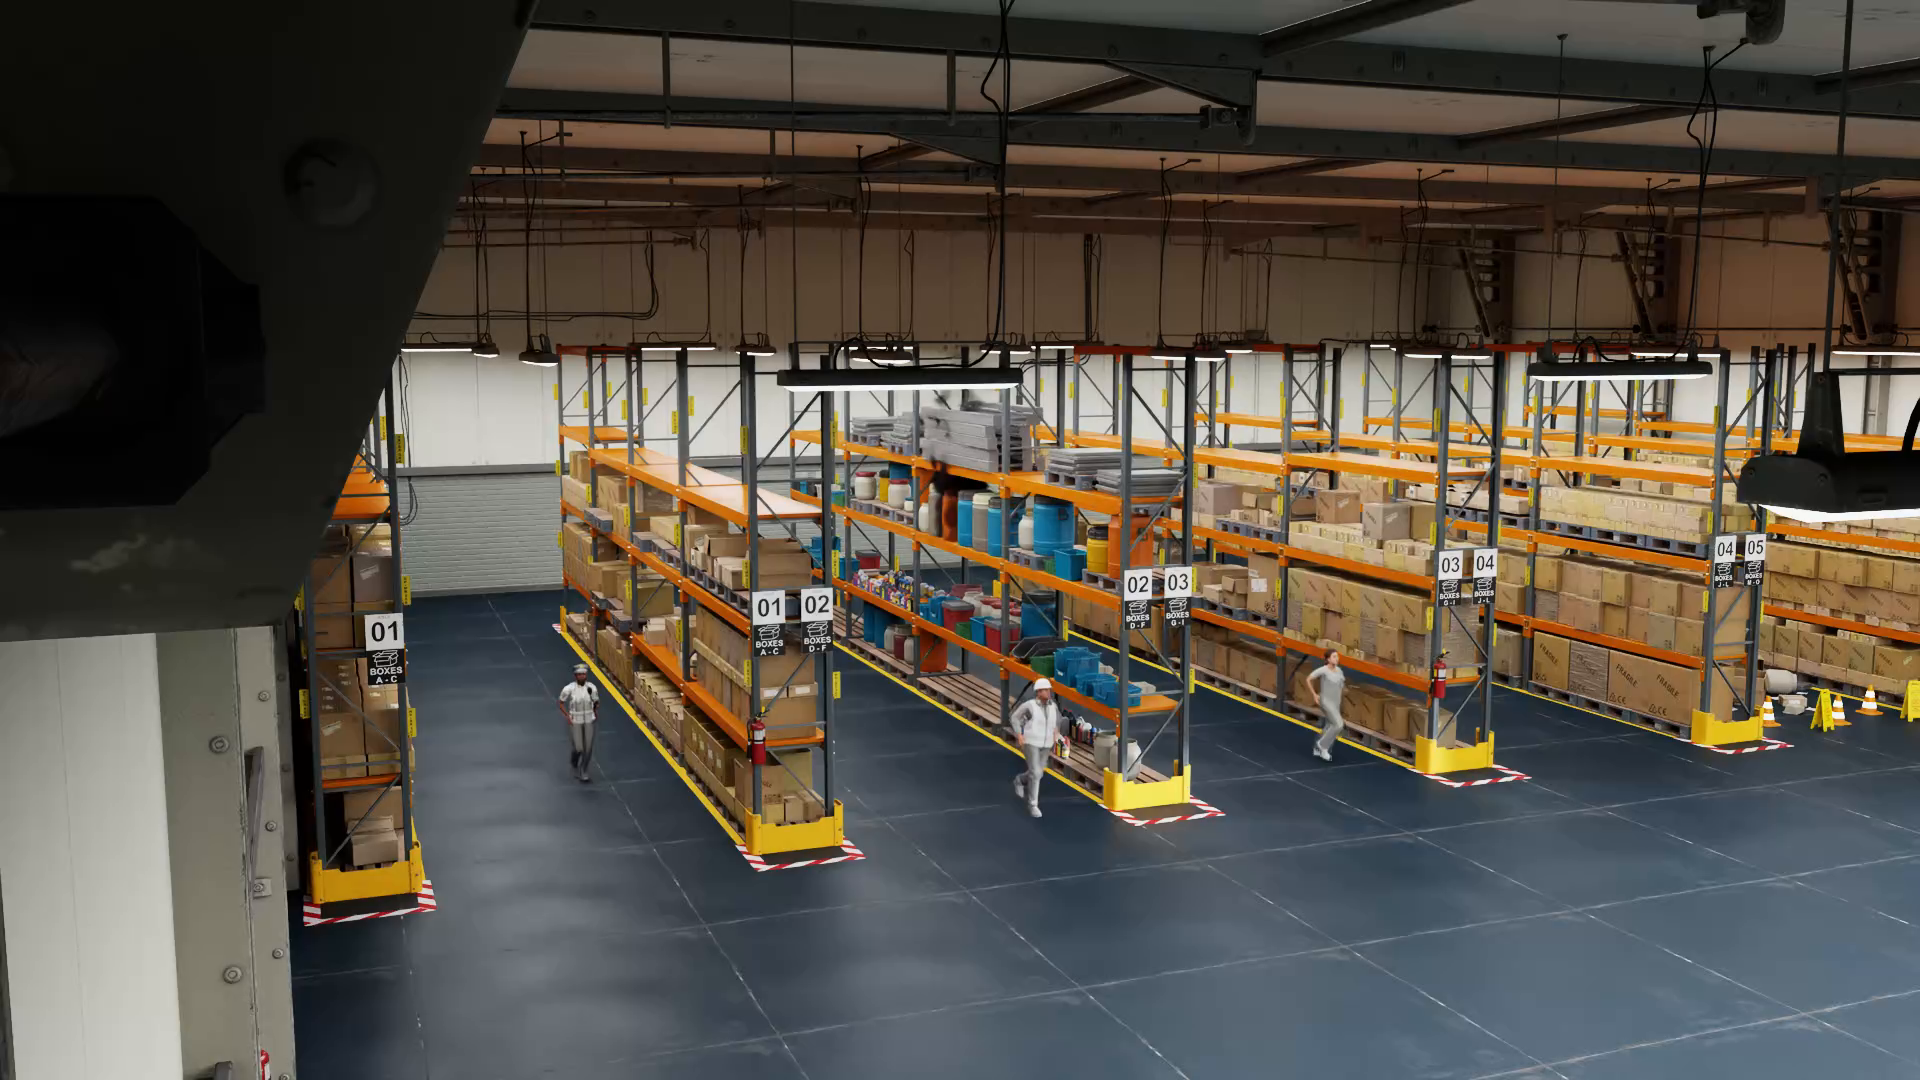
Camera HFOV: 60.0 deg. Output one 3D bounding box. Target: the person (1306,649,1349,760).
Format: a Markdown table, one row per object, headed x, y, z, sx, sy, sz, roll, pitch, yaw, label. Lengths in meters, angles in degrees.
| x | y | z | sx | sy | sz | roll | pitch | yaw | label |
| --- | --- | --- | --- | --- | --- | --- | --- | --- | --- |
| 5.444 | 2.532 | 24.389 | 0.552 | 1.391 | 0.613 | -6 | 9 | -37 | person |

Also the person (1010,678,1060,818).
| x | y | z | sx | sy | sz | roll | pitch | yaw | label |
| --- | --- | --- | --- | --- | --- | --- | --- | --- | --- |
| 1.021 | 2.692 | 21.988 | 0.697 | 1.753 | 0.860 | -4 | 8 | -30 | person |

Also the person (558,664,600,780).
| x | y | z | sx | sy | sz | roll | pitch | yaw | label |
| --- | --- | --- | --- | --- | --- | --- | --- | --- | --- |
| -5.277 | 2.555 | 23.249 | 0.566 | 1.657 | 0.548 | -4 | 8 | -27 | person |
